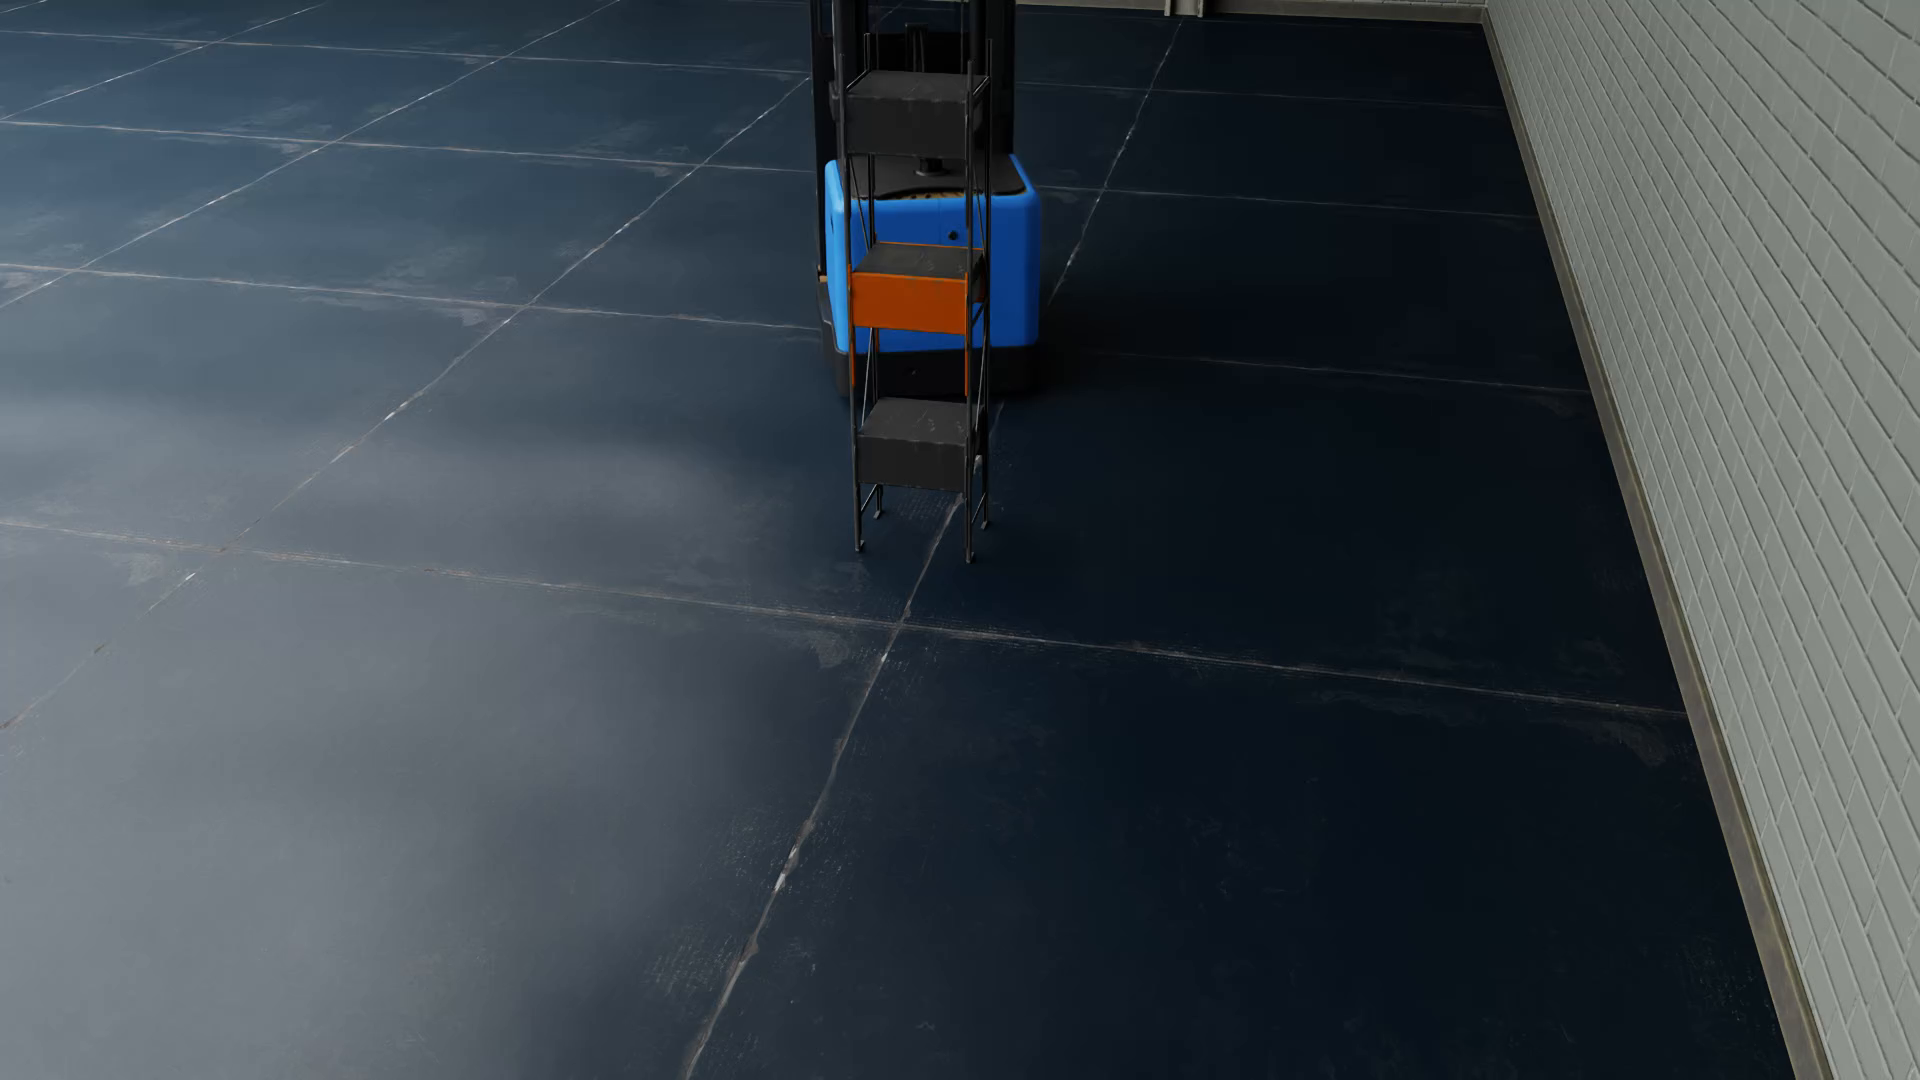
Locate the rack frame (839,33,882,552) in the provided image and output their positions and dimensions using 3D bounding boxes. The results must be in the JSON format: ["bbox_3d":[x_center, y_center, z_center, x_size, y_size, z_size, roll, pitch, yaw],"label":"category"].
[{"bbox_3d":[-0.401,-0.962,6.821,0.015,2.100,0.400,6,29,11],"label":"rack frame"}]

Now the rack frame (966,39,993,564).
[{"bbox_3d":[0.077,-0.913,6.731,0.015,2.100,0.400,6,29,11],"label":"rack frame"}]

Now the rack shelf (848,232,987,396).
[{"bbox_3d":[-0.162,-0.926,6.783,0.480,0.518,0.431,6,29,11],"label":"rack shelf"}]

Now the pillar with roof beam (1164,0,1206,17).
[{"bbox_3d":[1.430,-7.372,11.346,0.400,9.000,9.100,6,29,11],"label":"pillar with roof beam"}]

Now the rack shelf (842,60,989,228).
[{"bbox_3d":[-0.162,-1.540,6.447,0.480,0.518,0.431,6,29,11],"label":"rack shelf"}]

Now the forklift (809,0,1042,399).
[{"bbox_3d":[-0.282,-2.682,9.097,1.130,2.935,3.031,-3,29,-6],"label":"forklift"}]

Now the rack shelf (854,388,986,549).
[{"bbox_3d":[-0.162,-0.312,7.119,0.480,0.518,0.431,6,29,11],"label":"rack shelf"}]

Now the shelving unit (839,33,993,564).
[{"bbox_3d":[-0.162,-0.938,6.776,0.503,2.100,0.431,6,29,11],"label":"shelving unit"}]
